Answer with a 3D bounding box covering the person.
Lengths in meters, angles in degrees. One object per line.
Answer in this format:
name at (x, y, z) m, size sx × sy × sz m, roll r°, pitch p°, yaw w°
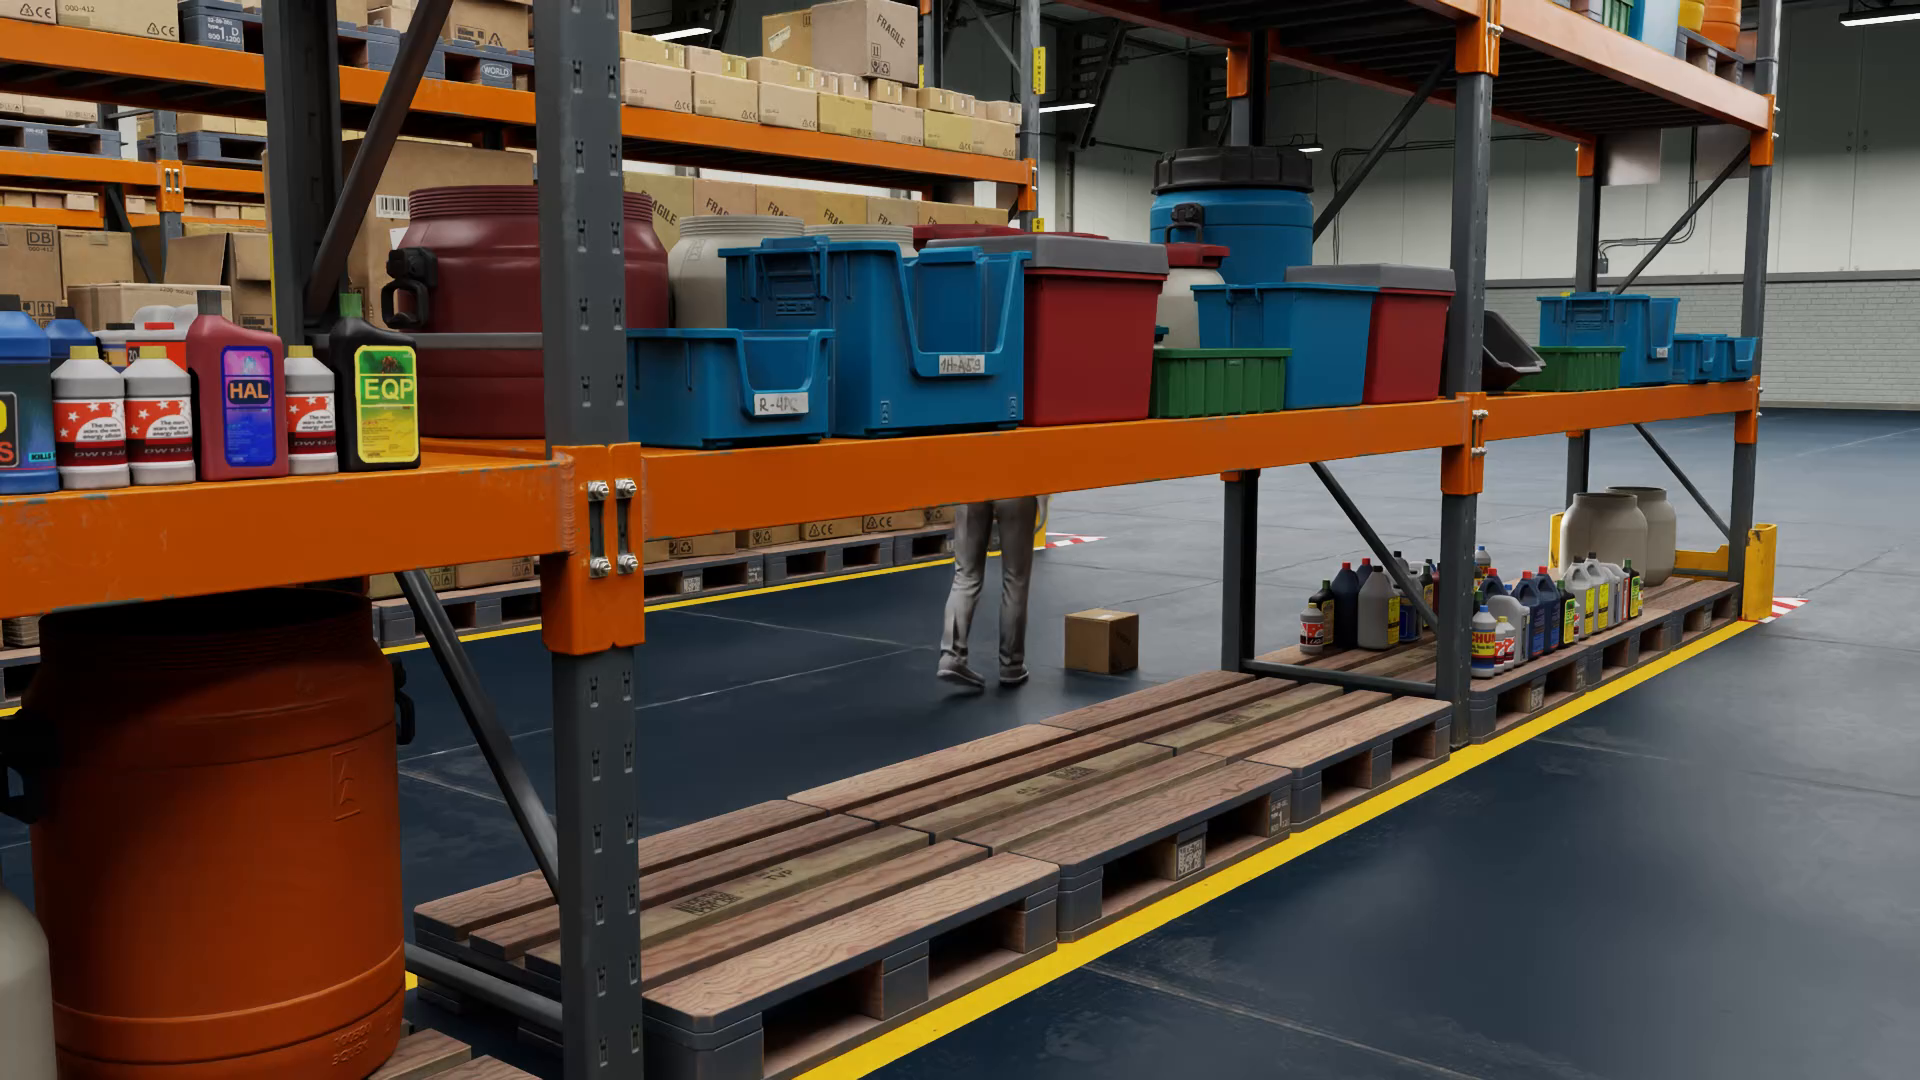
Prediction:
person at (0.165, -0.188, 7.201) m, size 0.472 × 1.662 × 0.608 m, roll 2°, pitch 7°, yaw 15°
